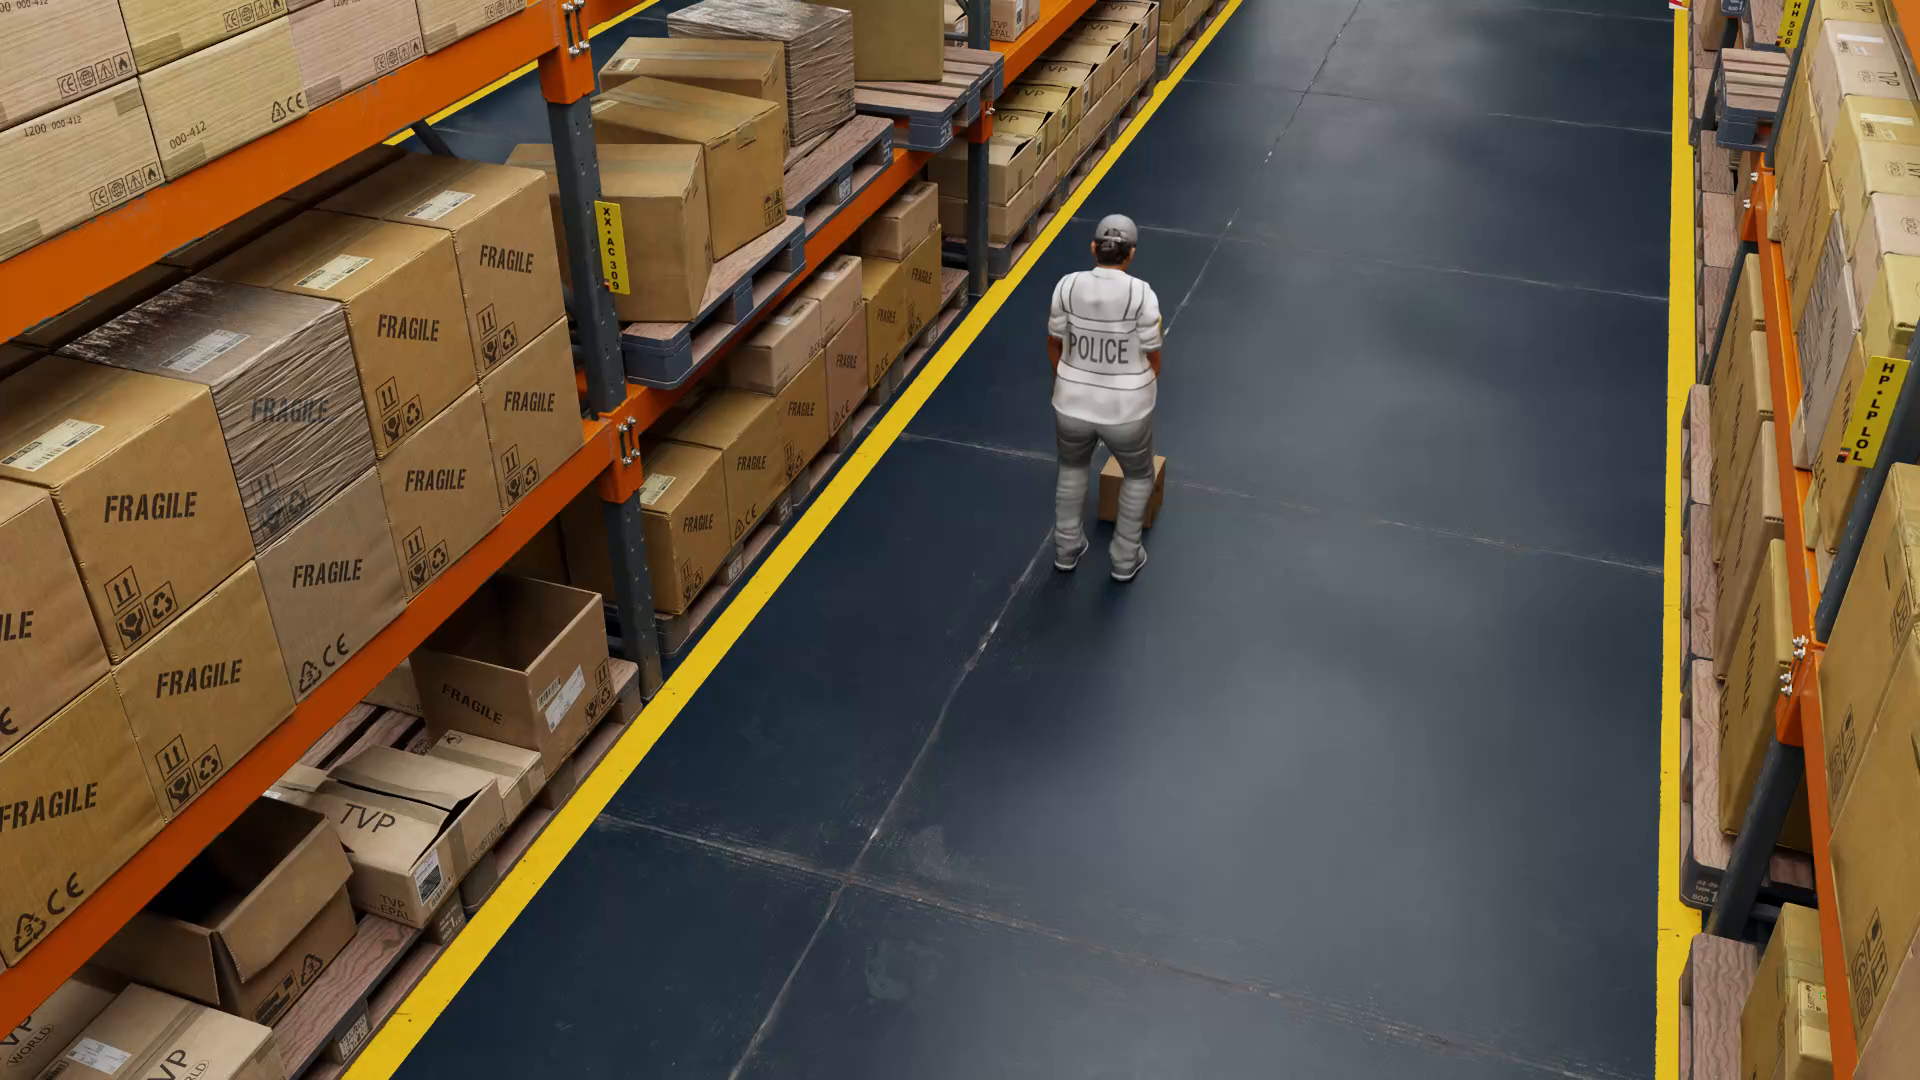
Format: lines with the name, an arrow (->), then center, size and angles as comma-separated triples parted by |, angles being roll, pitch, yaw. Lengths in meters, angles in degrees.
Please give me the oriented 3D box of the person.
person -> 0.672, -0.264, 7.441 | 0.523, 0.819, 0.899 | 11, 35, 16
